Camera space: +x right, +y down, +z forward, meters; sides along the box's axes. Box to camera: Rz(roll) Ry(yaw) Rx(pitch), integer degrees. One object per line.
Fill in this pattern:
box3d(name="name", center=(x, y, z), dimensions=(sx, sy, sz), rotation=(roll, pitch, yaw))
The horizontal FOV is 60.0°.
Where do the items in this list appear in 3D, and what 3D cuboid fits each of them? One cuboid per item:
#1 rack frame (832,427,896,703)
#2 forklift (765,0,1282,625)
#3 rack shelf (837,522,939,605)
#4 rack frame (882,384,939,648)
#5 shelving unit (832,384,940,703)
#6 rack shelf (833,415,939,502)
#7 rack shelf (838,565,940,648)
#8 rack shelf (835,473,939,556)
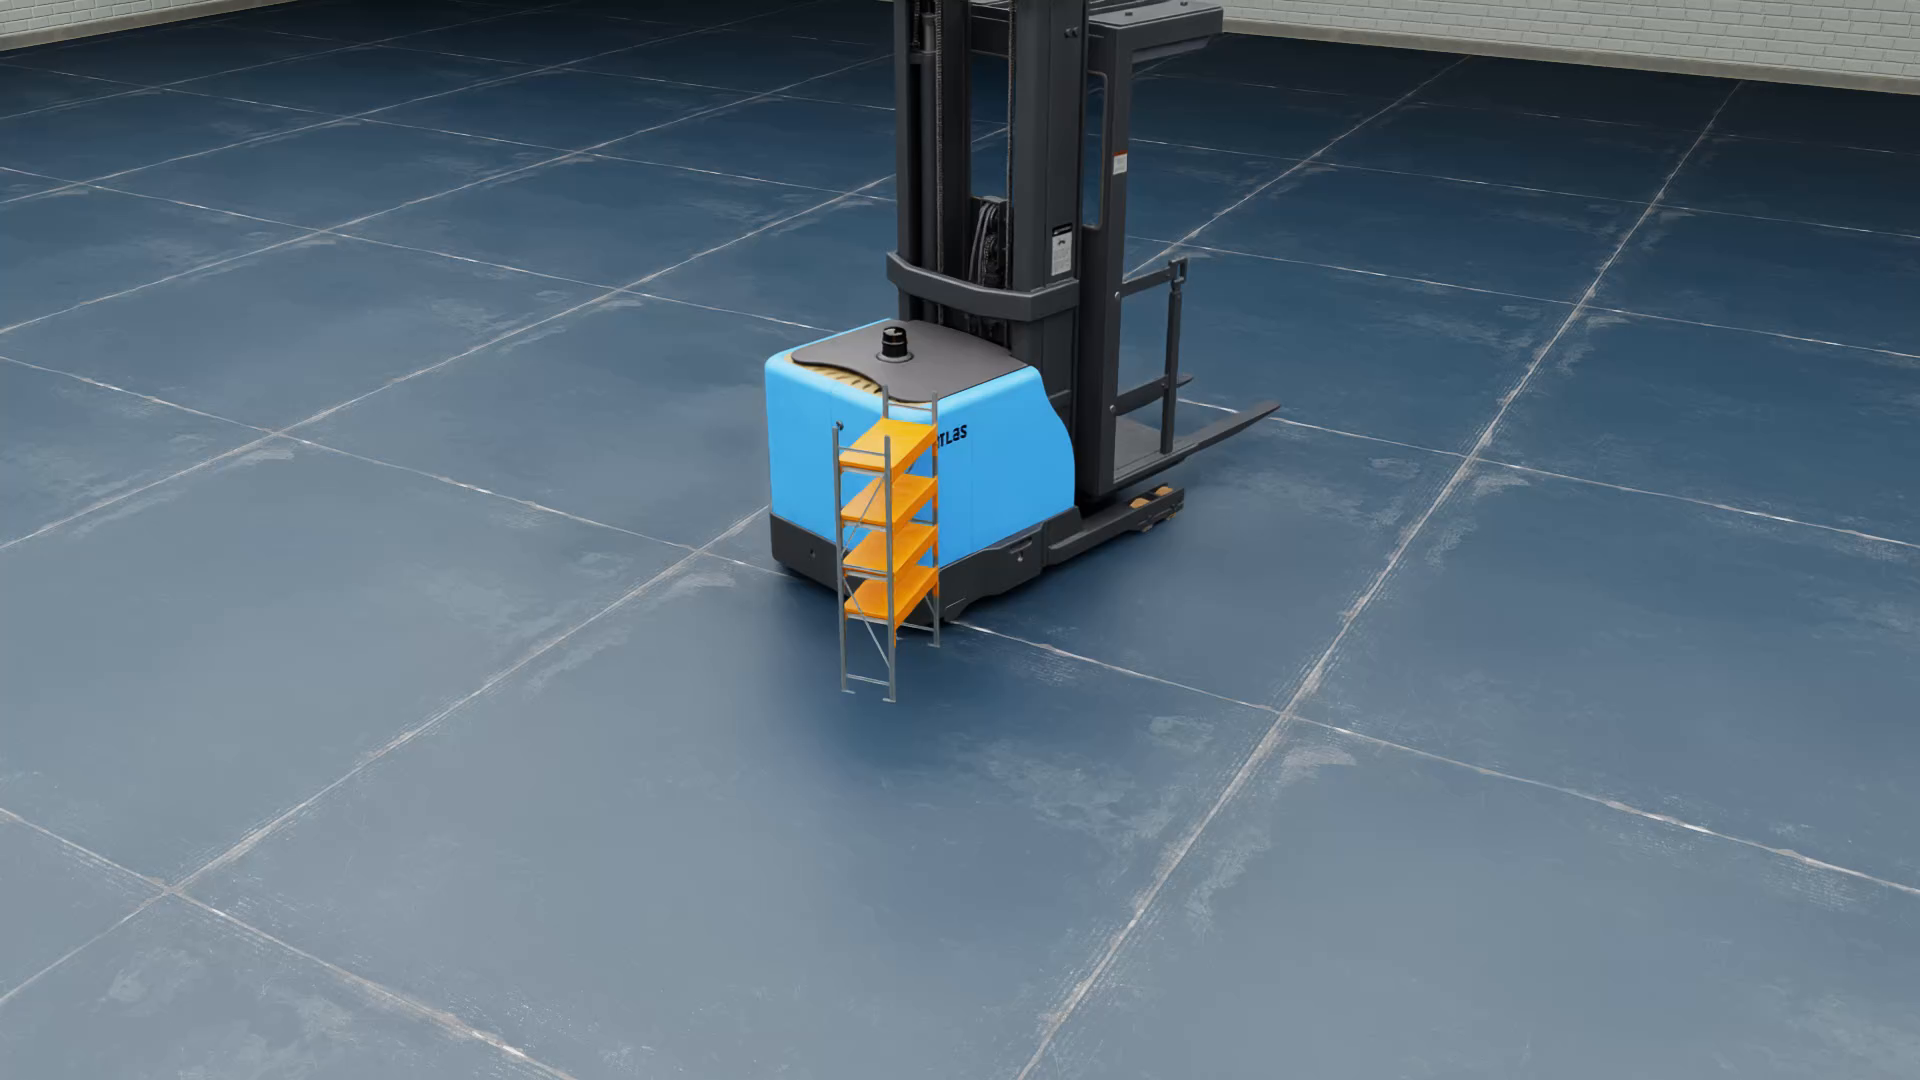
box3d(name="rack frame", center=(-0.382, 0.119, 6.672), dimensions=(0.240, 1.200, 0.015), rotation=(10, 28, 19))
box3d(name="forklift", center=(0.495, -1.497, 7.966), dimensions=(1.130, 2.935, 3.031), rotation=(24, 35, 39))
box3d(name="rack shelf", center=(-0.294, 0.077, 6.905), dimensions=(0.258, 0.148, 0.480), rotation=(10, 28, 19))
box3d(name="rack frame", center=(-0.206, -0.085, 7.079), dimensions=(0.240, 1.200, 0.015), rotation=(10, 28, 19))
box3d(name="shelving unit", center=(-0.294, 0.017, 6.875), dimensions=(0.258, 1.200, 0.503), rotation=(10, 28, 19))
box3d(name="rack shelf", center=(-0.294, -0.334, 6.699), dimensions=(0.258, 0.148, 0.480), rotation=(10, 28, 19))
box3d(name="rack shelf", center=(-0.294, 0.255, 6.994), dimensions=(0.258, 0.148, 0.480), rotation=(10, 28, 19))
box3d(name="rack shelf", center=(-0.294, -0.123, 6.805), dimensions=(0.258, 0.148, 0.480), rotation=(10, 28, 19))
